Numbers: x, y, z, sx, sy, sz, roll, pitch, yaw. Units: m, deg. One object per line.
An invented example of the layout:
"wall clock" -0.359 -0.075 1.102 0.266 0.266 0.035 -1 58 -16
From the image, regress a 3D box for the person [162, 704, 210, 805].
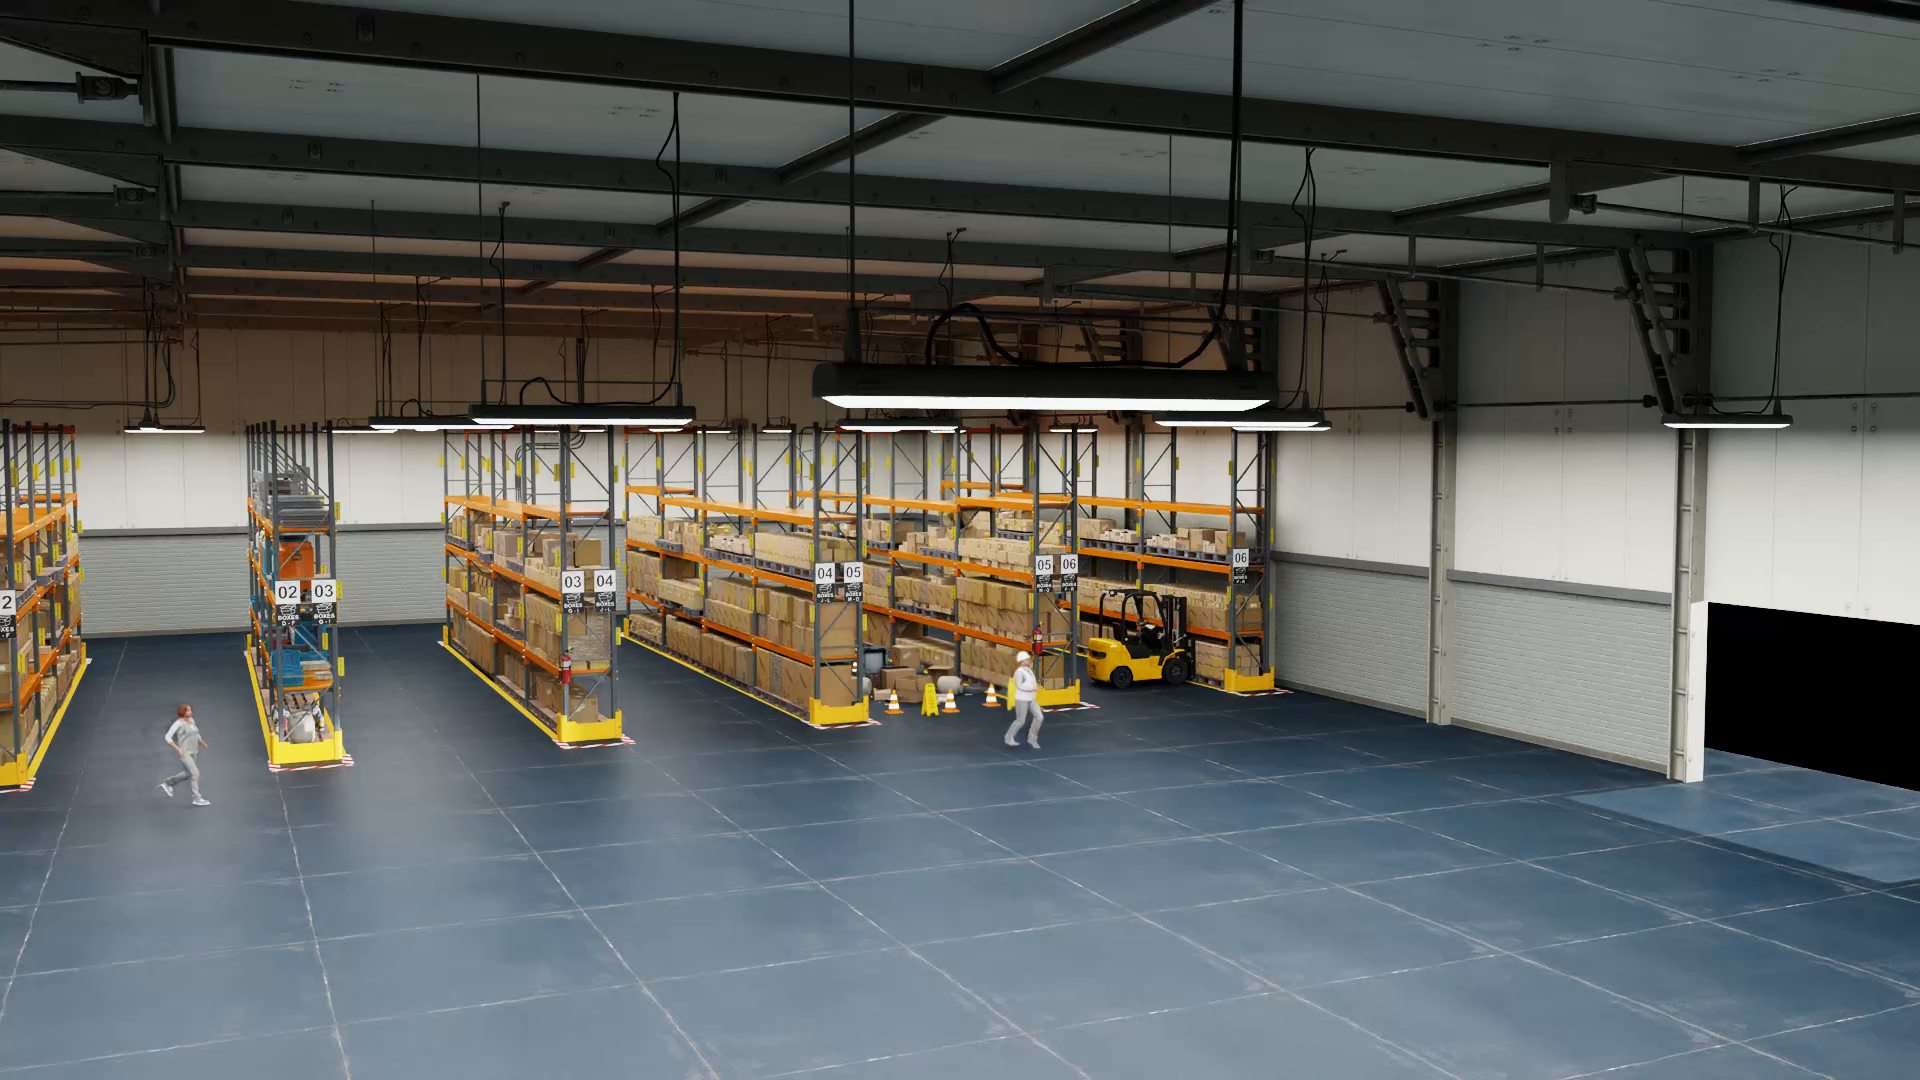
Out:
"person" -12.027 3.316 25.757 0.823 1.576 0.565 0 4 8

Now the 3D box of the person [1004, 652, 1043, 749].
"person" 1.175 2.947 30.452 0.734 1.822 0.658 2 4 27

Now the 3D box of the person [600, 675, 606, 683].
"person" -8.369 2.473 38.876 0.624 1.687 0.639 -1 4 -23
